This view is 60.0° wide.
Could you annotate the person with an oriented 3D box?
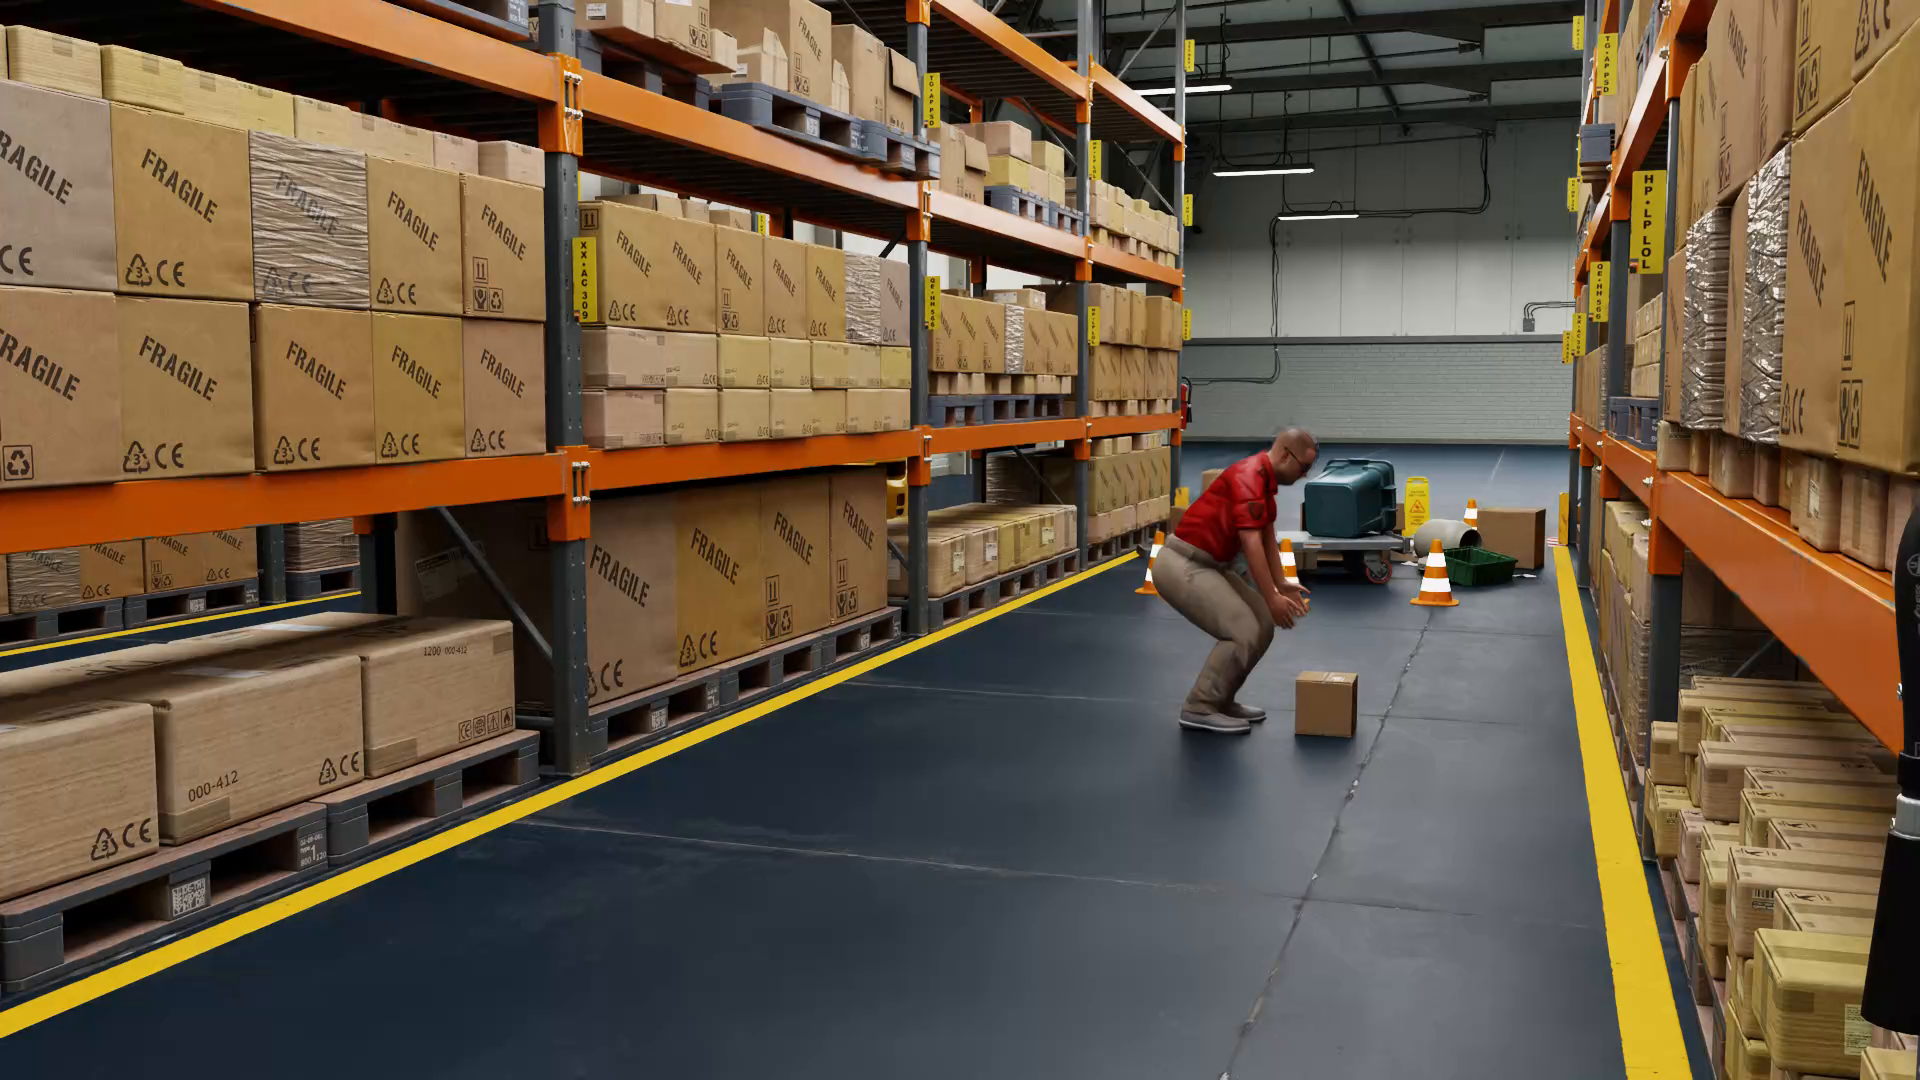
[{"bbox_3d":[1.265,0.172,7.670,0.725,1.379,0.590,2,5,19],"label":"person"}]
